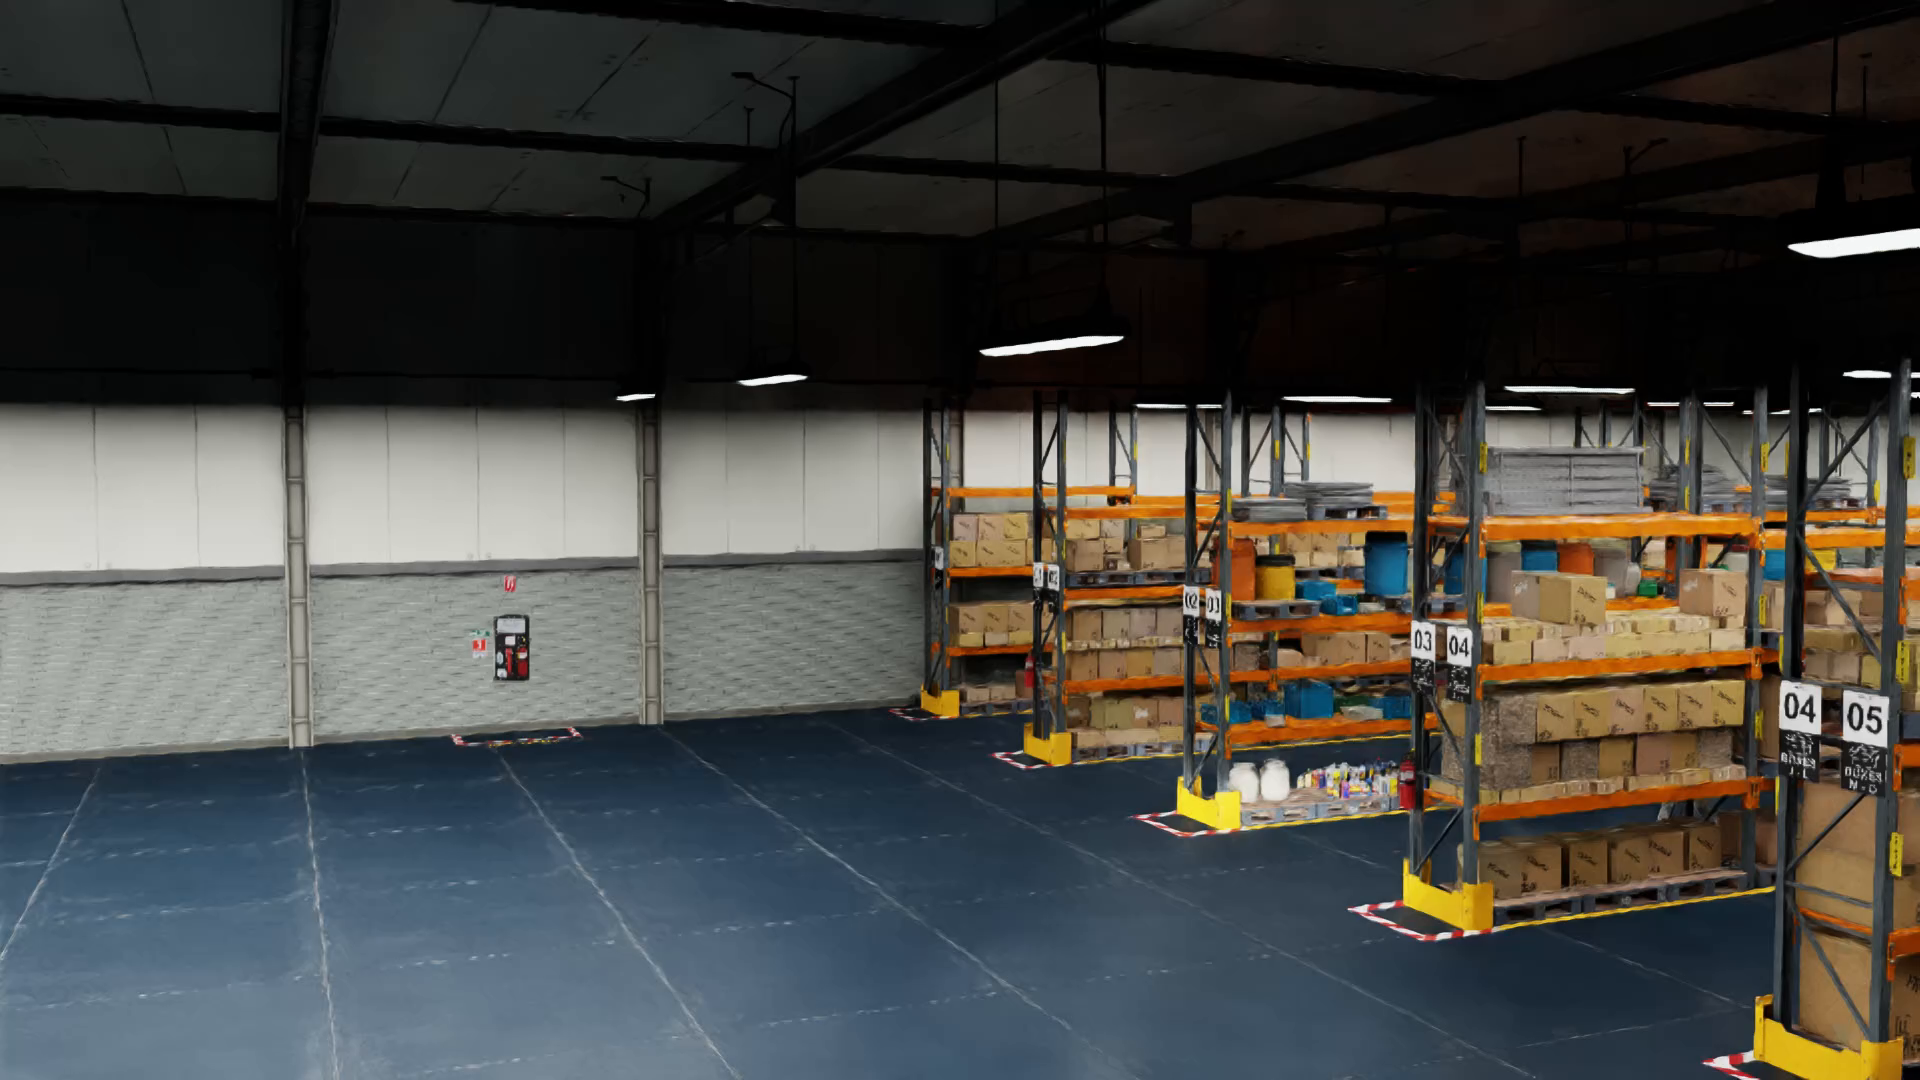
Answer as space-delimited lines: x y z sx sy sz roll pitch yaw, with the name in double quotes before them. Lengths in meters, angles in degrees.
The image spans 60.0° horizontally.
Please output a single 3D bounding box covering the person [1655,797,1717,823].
"person" 9.242 3.034 21.274 1.024 1.721 0.555 -1 3 -13
